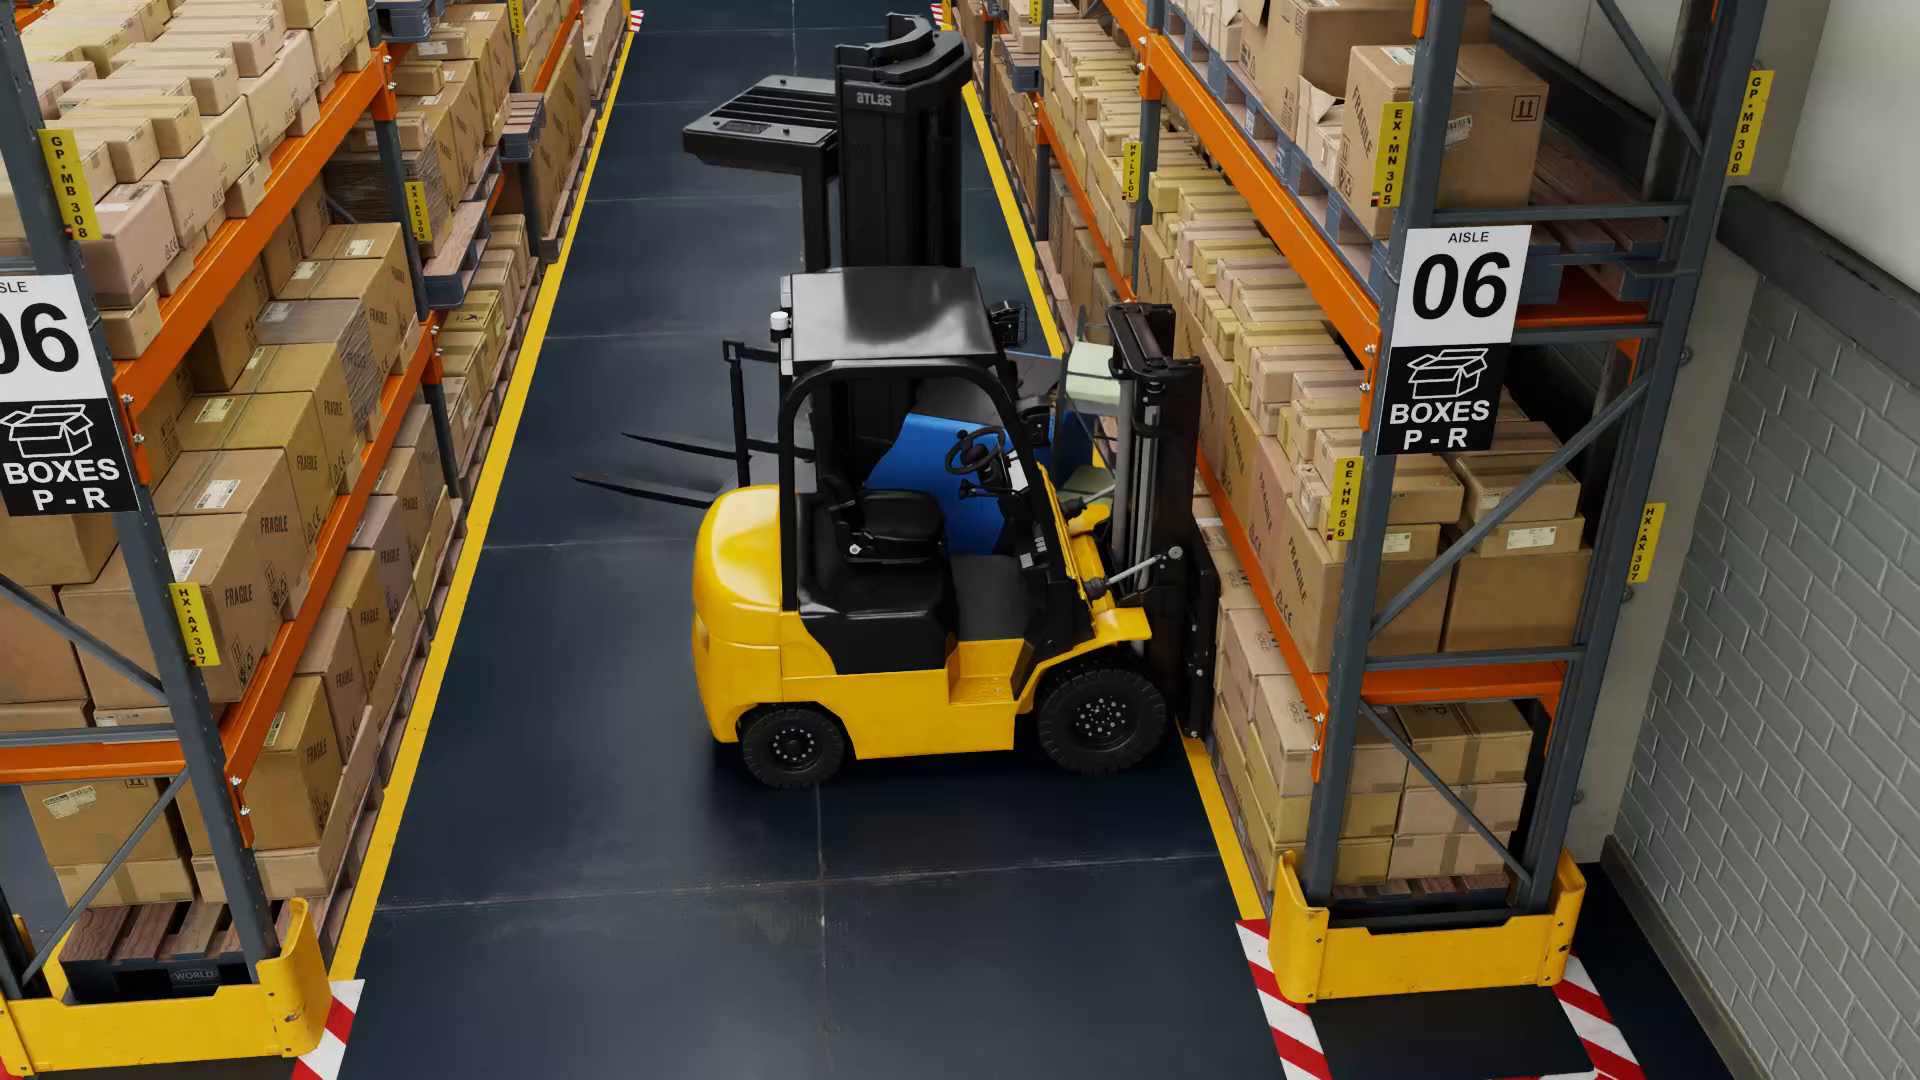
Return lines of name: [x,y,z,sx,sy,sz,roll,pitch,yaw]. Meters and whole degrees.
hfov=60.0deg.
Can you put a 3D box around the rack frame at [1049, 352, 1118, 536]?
rack frame: [0.650,-0.238,8.558,0.400,1.500,0.023,9,28,7]

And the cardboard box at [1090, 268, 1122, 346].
cardboard box: [1.365,-1.426,11.118,0.875,0.625,0.625,-3,31,-5]

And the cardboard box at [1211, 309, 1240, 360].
cardboard box: [1.382,-0.958,7.699,0.380,0.149,0.250,-3,31,-6]

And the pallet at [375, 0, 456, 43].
pallet: [-3.404,-2.890,8.922,1.213,0.211,1.003,-3,31,-5]

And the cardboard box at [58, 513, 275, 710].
cardboard box: [-2.846,0.254,6.013,0.500,0.500,0.500,-3,31,-5]

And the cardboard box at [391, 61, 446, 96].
cardboard box: [-3.348,-2.799,10.081,0.380,0.149,0.250,-1,31,-2]

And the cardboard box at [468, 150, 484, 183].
cardboard box: [-3.283,-2.399,10.677,0.380,0.149,0.250,-2,31,-3]

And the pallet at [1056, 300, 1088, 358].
pallet: [1.265,-1.404,11.895,1.003,0.211,1.213,-3,31,-5]

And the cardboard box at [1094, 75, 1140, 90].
cardboard box: [1.104,-3.003,11.122,0.380,0.149,0.250,-3,31,-5]

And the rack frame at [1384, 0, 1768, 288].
rack frame: [1.863,-2.136,4.550,1.000,3.000,0.127,-3,31,-5]

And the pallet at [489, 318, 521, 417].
pallet: [-3.643,-1.187,11.532,1.003,0.211,1.213,-3,31,-5]

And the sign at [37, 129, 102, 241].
sign: [-2.538,-1.010,4.738,0.100,0.325,0.005,-3,31,-5]

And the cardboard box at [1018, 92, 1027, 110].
cardboard box: [0.722,-3.949,14.831,0.380,0.149,0.250,-4,31,-7]

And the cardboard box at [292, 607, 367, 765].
cardboard box: [-2.934,0.654,7.271,0.500,0.500,0.500,-4,31,-6]

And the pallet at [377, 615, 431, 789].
pallet: [-3.237,0.800,8.205,1.003,0.211,1.213,-3,31,-5]

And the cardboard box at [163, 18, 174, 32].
cardboard box: [-3.626,-2.213,7.461,0.500,0.250,0.500,-3,31,-5]

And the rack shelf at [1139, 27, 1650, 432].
rack shelf: [1.676,-1.560,7.214,1.077,0.370,4.000,-3,31,-5]

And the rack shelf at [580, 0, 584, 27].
rack shelf: [-4.386,-6.160,17.839,1.077,0.370,4.000,-3,31,-5]

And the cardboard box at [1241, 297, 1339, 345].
cardboard box: [1.471,-0.965,7.420,0.380,0.149,0.250,-2,31,-4]

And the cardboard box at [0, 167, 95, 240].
cardboard box: [-2.908,-1.034,5.098,0.380,0.149,0.250,-3,31,-5]

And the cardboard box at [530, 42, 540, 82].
cardboard box: [-3.687,-3.864,13.440,0.500,0.250,0.500,-4,31,-6]

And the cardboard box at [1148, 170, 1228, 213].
cardboard box: [1.224,-1.875,8.943,0.380,0.149,0.250,-2,31,-4]

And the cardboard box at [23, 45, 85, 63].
cardboard box: [-3.581,-1.783,6.352,0.380,0.149,0.250,-2,31,-3]

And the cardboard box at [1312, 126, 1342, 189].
cardboard box: [1.484,-1.372,5.935,0.380,0.149,0.250,-4,31,-6]

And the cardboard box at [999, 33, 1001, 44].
cardboard box: [0.583,-4.874,16.090,0.380,0.149,0.250,-4,31,-7]

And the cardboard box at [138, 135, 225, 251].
cardboard box: [-2.897,-1.199,5.763,0.500,0.250,0.500,-3,31,-5]

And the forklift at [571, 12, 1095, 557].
forklift: [-0.795,-1.351,9.153,3.031,2.935,1.130,10,32,17]

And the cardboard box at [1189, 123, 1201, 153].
cardboard box: [1.630,-2.510,10.297,0.380,0.149,0.250,-3,31,-5]

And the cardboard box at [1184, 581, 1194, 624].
cardboard box: [1.358,0.217,8.246,0.500,0.250,0.500,-3,31,-5]

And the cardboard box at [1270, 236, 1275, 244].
cardboard box: [1.833,-1.646,8.850,0.380,0.149,0.250,-4,31,-6]

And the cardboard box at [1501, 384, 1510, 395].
cardboard box: [2.007,-0.588,6.788,0.380,0.149,0.250,-3,31,-4]

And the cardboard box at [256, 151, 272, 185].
cardboard box: [-2.976,-1.478,6.618,0.380,0.149,0.250,-4,31,-6]

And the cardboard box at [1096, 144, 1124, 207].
cardboard box: [1.134,-2.254,10.256,0.500,0.250,0.500,-4,31,-6]

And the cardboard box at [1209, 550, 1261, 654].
cardboard box: [1.399,0.273,7.665,0.500,0.250,0.500,-2,31,-4]

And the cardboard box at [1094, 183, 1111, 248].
cardboard box: [1.130,-2.039,10.385,0.500,0.250,0.500,-3,31,-5]

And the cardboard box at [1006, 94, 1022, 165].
cardboard box: [0.707,-3.745,15.123,0.500,0.500,0.500,-4,31,-6]

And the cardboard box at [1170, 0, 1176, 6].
cardboard box: [1.229,-2.762,8.262,0.380,0.149,0.250,-2,31,-4]

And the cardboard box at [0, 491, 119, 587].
cardboard box: [-3.343,-0.171,5.748,0.700,0.500,0.500,-3,31,-6]

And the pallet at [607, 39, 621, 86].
pallet: [-4.310,-5.266,18.361,1.003,0.211,1.213,-3,31,-5]

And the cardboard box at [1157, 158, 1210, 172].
cardboard box: [1.237,-2.088,9.590,0.380,0.149,0.250,-2,31,-3]

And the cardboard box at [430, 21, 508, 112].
cardboard box: [-3.447,-3.274,11.509,0.500,0.500,0.500,-3,31,-5]

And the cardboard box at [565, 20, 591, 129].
cardboard box: [-4.062,-4.403,15.858,0.875,0.875,0.875,-2,31,-3]

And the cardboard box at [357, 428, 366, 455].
cardboard box: [-3.026,-0.455,7.831,0.380,0.149,0.250,-3,31,-5]

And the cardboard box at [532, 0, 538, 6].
cardboard box: [-3.717,-4.658,13.551,0.500,0.500,0.500,-2,31,-3]

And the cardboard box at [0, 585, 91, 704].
cardboard box: [-3.403,0.245,6.027,0.500,0.500,0.500,-3,31,-5]

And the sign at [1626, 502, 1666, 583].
sign: [2.416,0.010,5.886,0.100,0.325,0.005,-3,31,-5]

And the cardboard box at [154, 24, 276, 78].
cardboard box: [-2.965,-1.947,6.626,0.380,0.149,0.250,-2,31,-4]

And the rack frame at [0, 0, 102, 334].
rack frame: [-3.078,-1.896,4.149,1.000,3.000,0.127,-3,31,-5]

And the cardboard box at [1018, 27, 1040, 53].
cardboard box: [0.673,-4.034,13.414,0.380,0.149,0.250,-2,31,-4]

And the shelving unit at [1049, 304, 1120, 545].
shelving unit: [0.716,-0.402,8.879,0.431,1.500,0.755,9,28,7]

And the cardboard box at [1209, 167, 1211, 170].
cardboard box: [1.697,-2.024,9.872,0.500,0.250,0.500,-3,31,-5]

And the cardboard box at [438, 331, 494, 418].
cardboard box: [-3.574,-1.050,10.735,0.950,0.372,0.625,-1,31,-1]

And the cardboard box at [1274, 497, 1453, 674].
cardboard box: [1.556,0.158,6.463,0.500,0.500,0.500,-3,31,-6]

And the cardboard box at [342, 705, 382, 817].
cardboard box: [-2.918,0.993,7.433,0.500,0.250,0.500,-2,31,-3]
